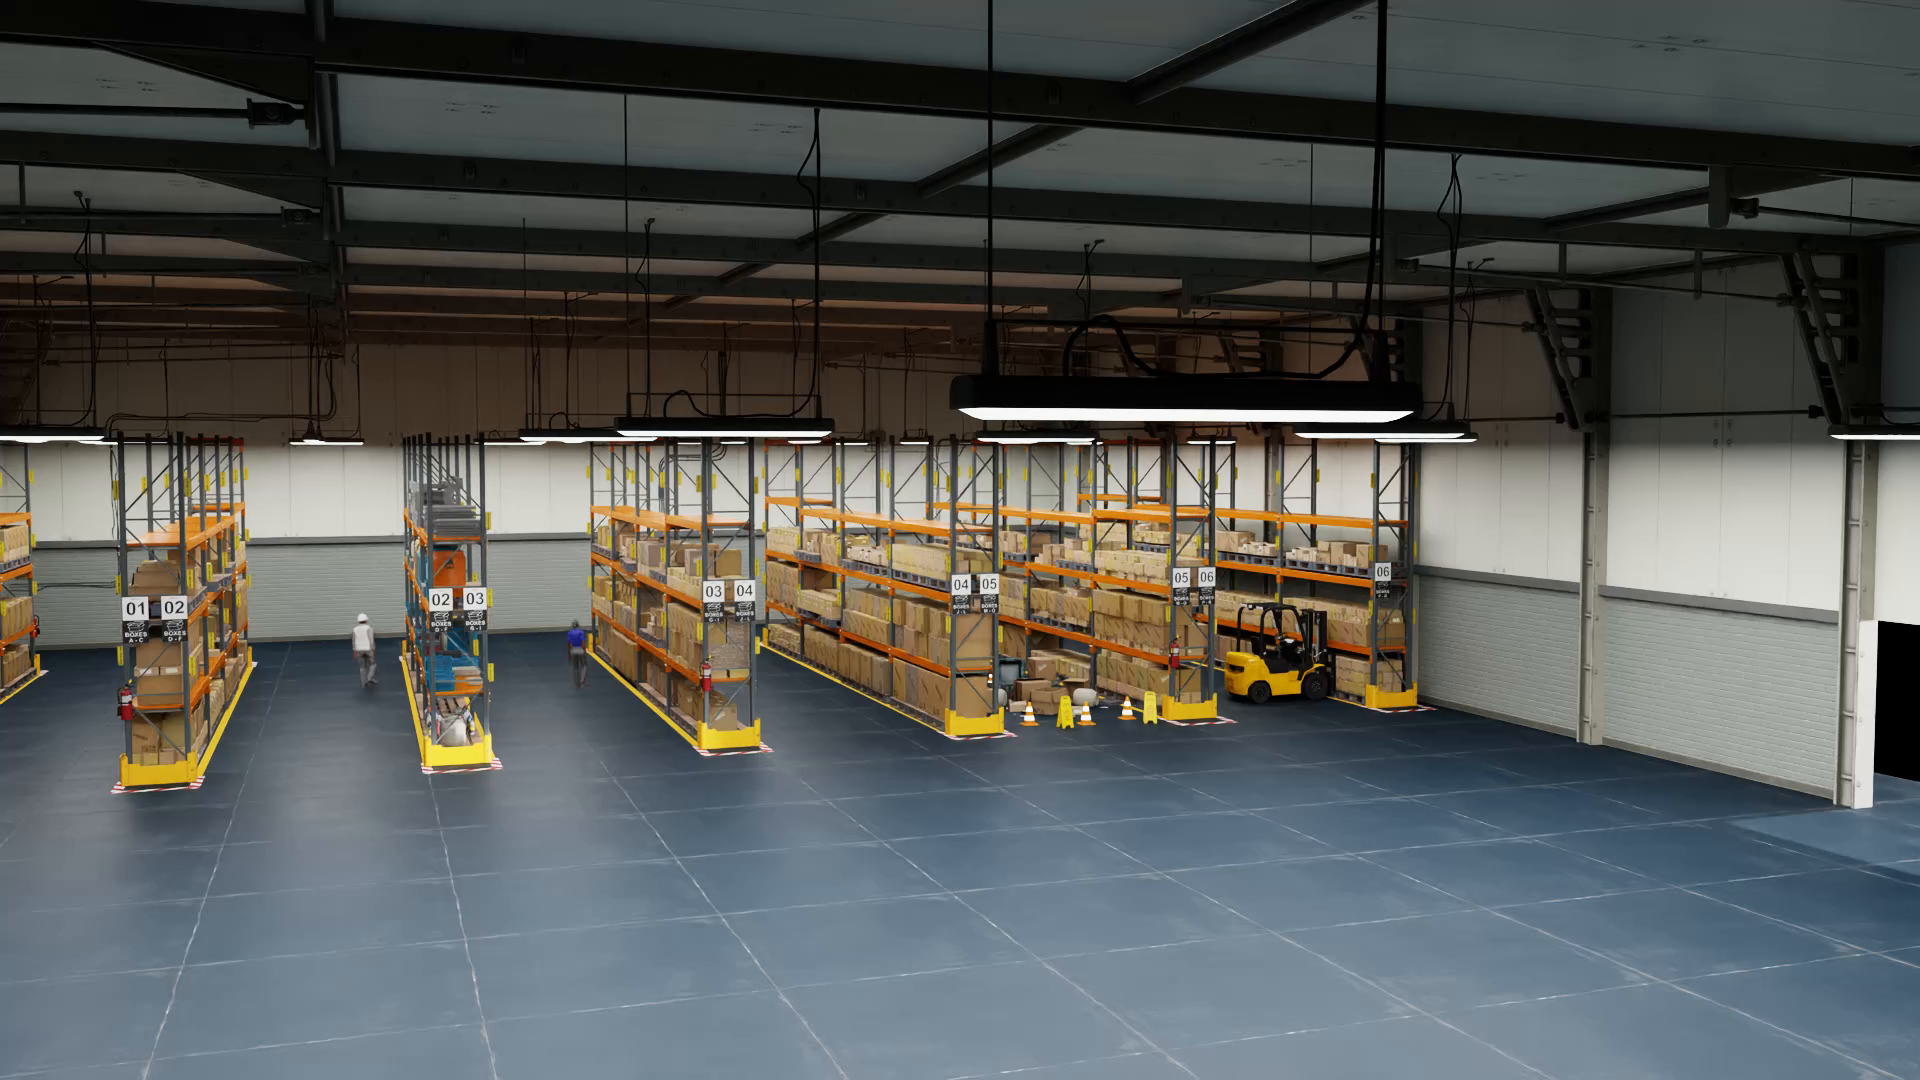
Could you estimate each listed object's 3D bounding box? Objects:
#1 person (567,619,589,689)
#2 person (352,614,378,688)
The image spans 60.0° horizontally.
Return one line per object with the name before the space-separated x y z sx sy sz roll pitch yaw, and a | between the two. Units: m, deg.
person | -9.048 2.764 39.404 0.507 1.537 0.457 -1 3 -11
person | -14.186 2.636 39.630 0.577 1.763 0.498 -1 3 -12
